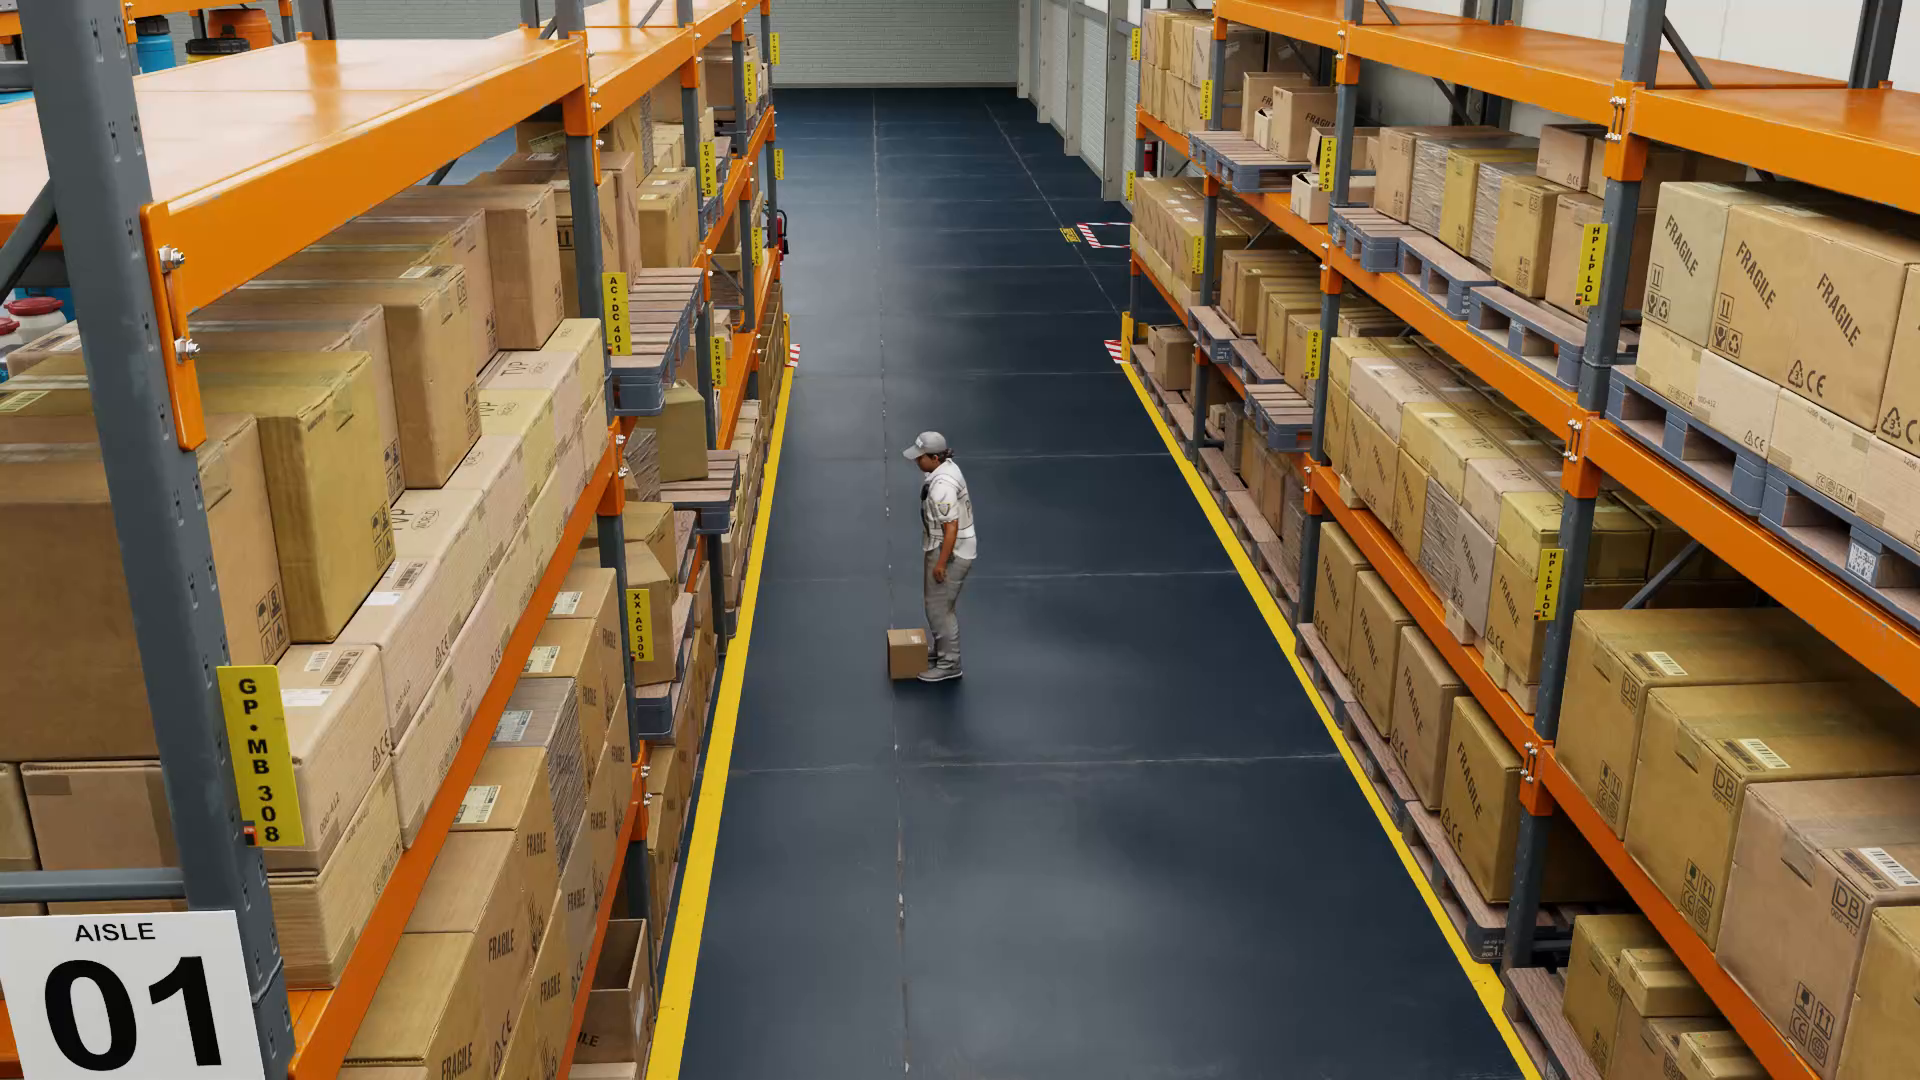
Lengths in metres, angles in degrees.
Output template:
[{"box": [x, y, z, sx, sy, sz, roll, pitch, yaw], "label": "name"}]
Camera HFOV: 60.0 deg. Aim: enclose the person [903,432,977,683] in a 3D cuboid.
[{"box": [-0.129, 0.084, 10.844, 0.469, 1.665, 0.537, -1, 21, -3], "label": "person"}]
